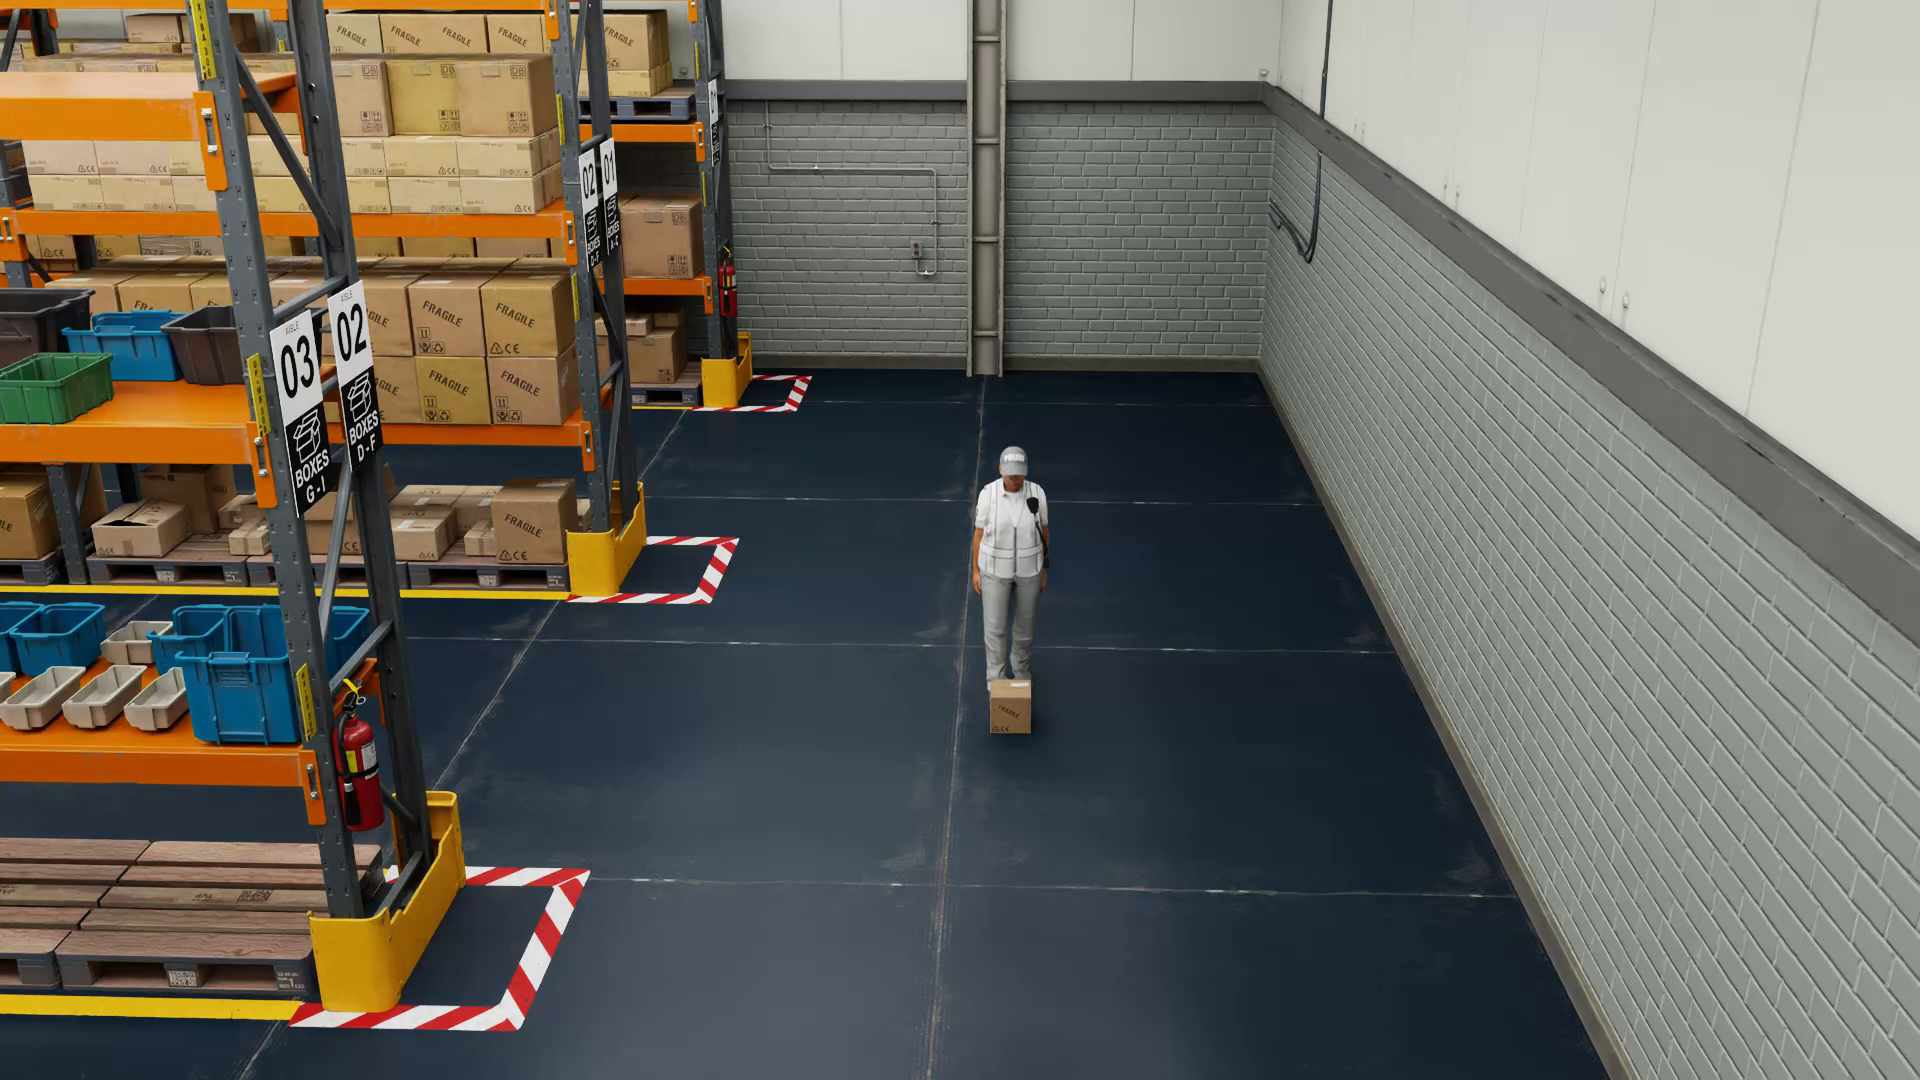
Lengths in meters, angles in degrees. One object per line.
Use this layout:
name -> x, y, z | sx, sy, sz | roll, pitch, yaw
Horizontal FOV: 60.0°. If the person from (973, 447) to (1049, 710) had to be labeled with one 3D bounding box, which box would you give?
person -> 0.333, 0.227, 10.474 | 0.487, 1.661, 0.654 | -2, 21, -4
